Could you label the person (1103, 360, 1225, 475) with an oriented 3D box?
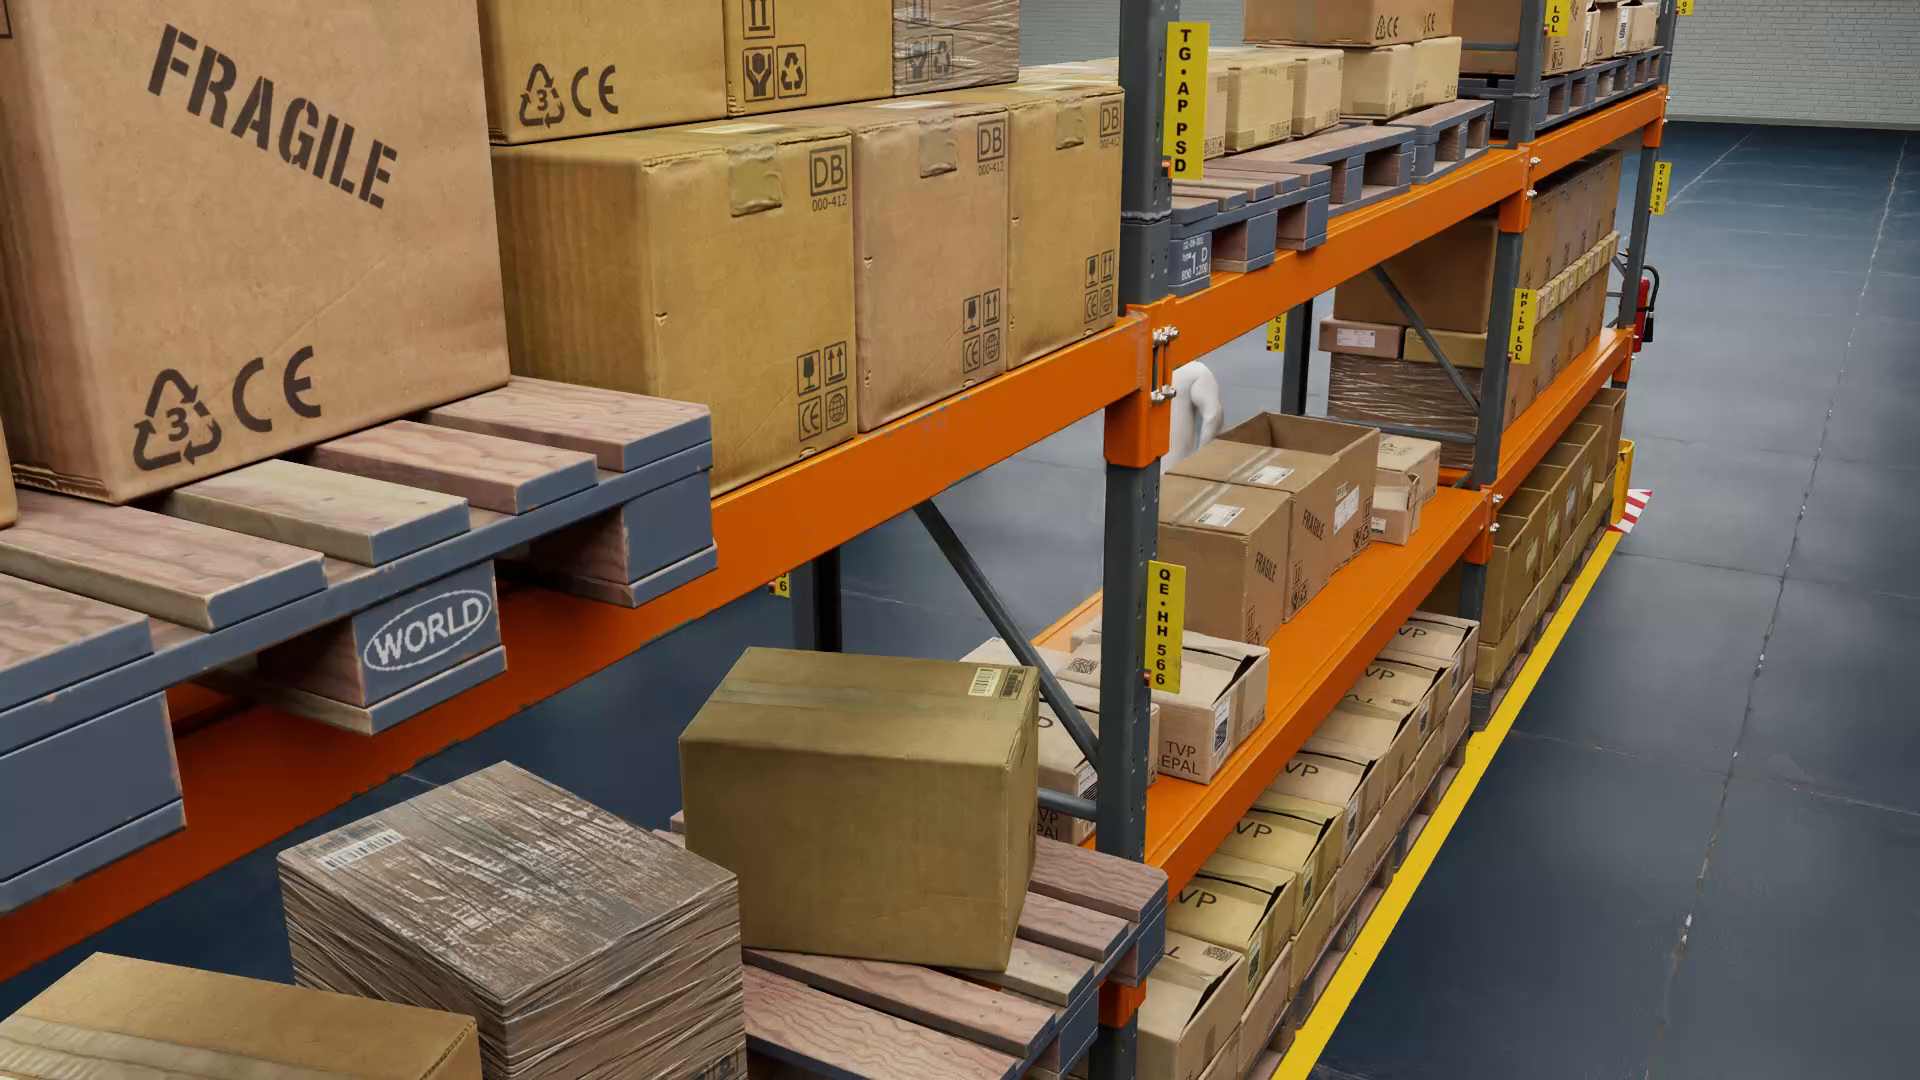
[{"bbox_3d":[1.129,-0.405,9.346,0.738,1.708,0.637,9,21,25],"label":"person"}]
